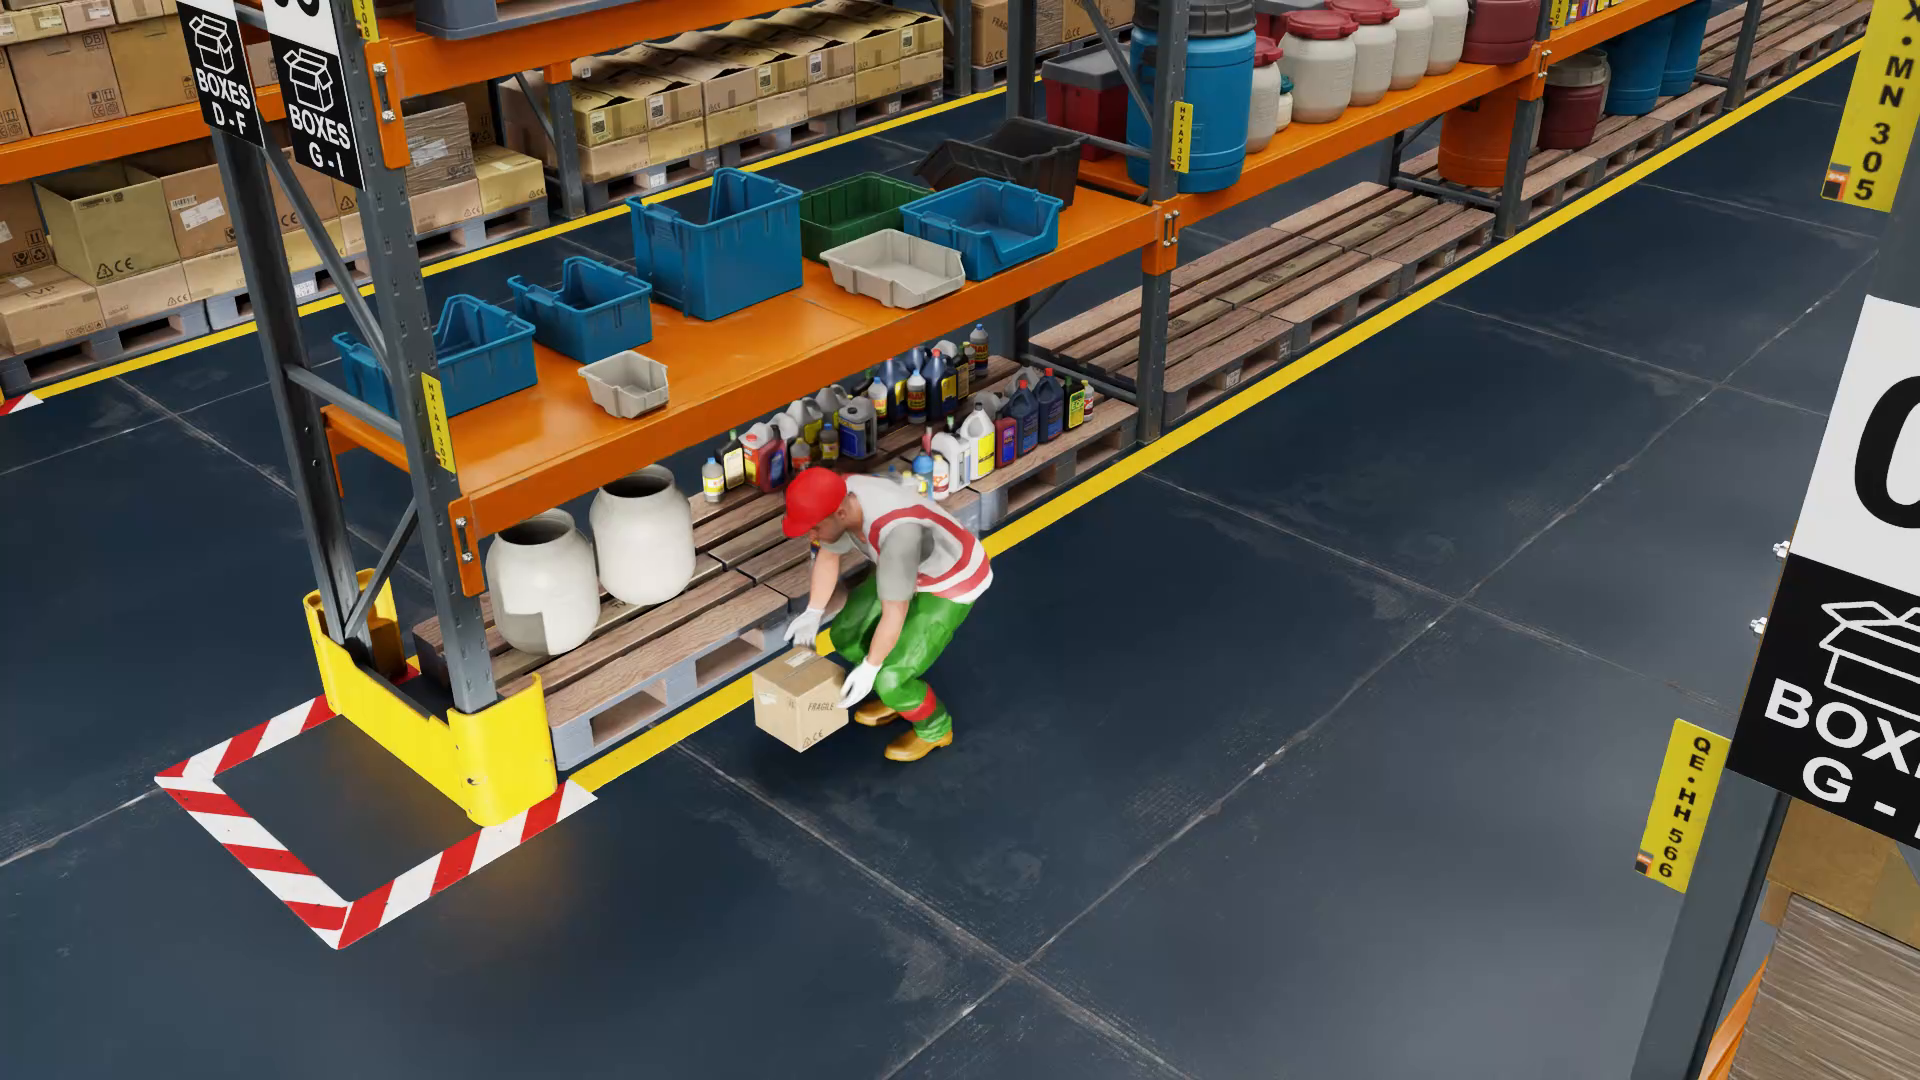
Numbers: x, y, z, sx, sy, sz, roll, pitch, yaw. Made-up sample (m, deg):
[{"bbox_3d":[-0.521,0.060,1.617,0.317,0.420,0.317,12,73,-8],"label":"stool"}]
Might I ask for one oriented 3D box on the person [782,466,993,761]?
[{"bbox_3d":[-0.261,0.242,6.189,0.816,1.295,0.585,-16,35,-24],"label":"person"}]
